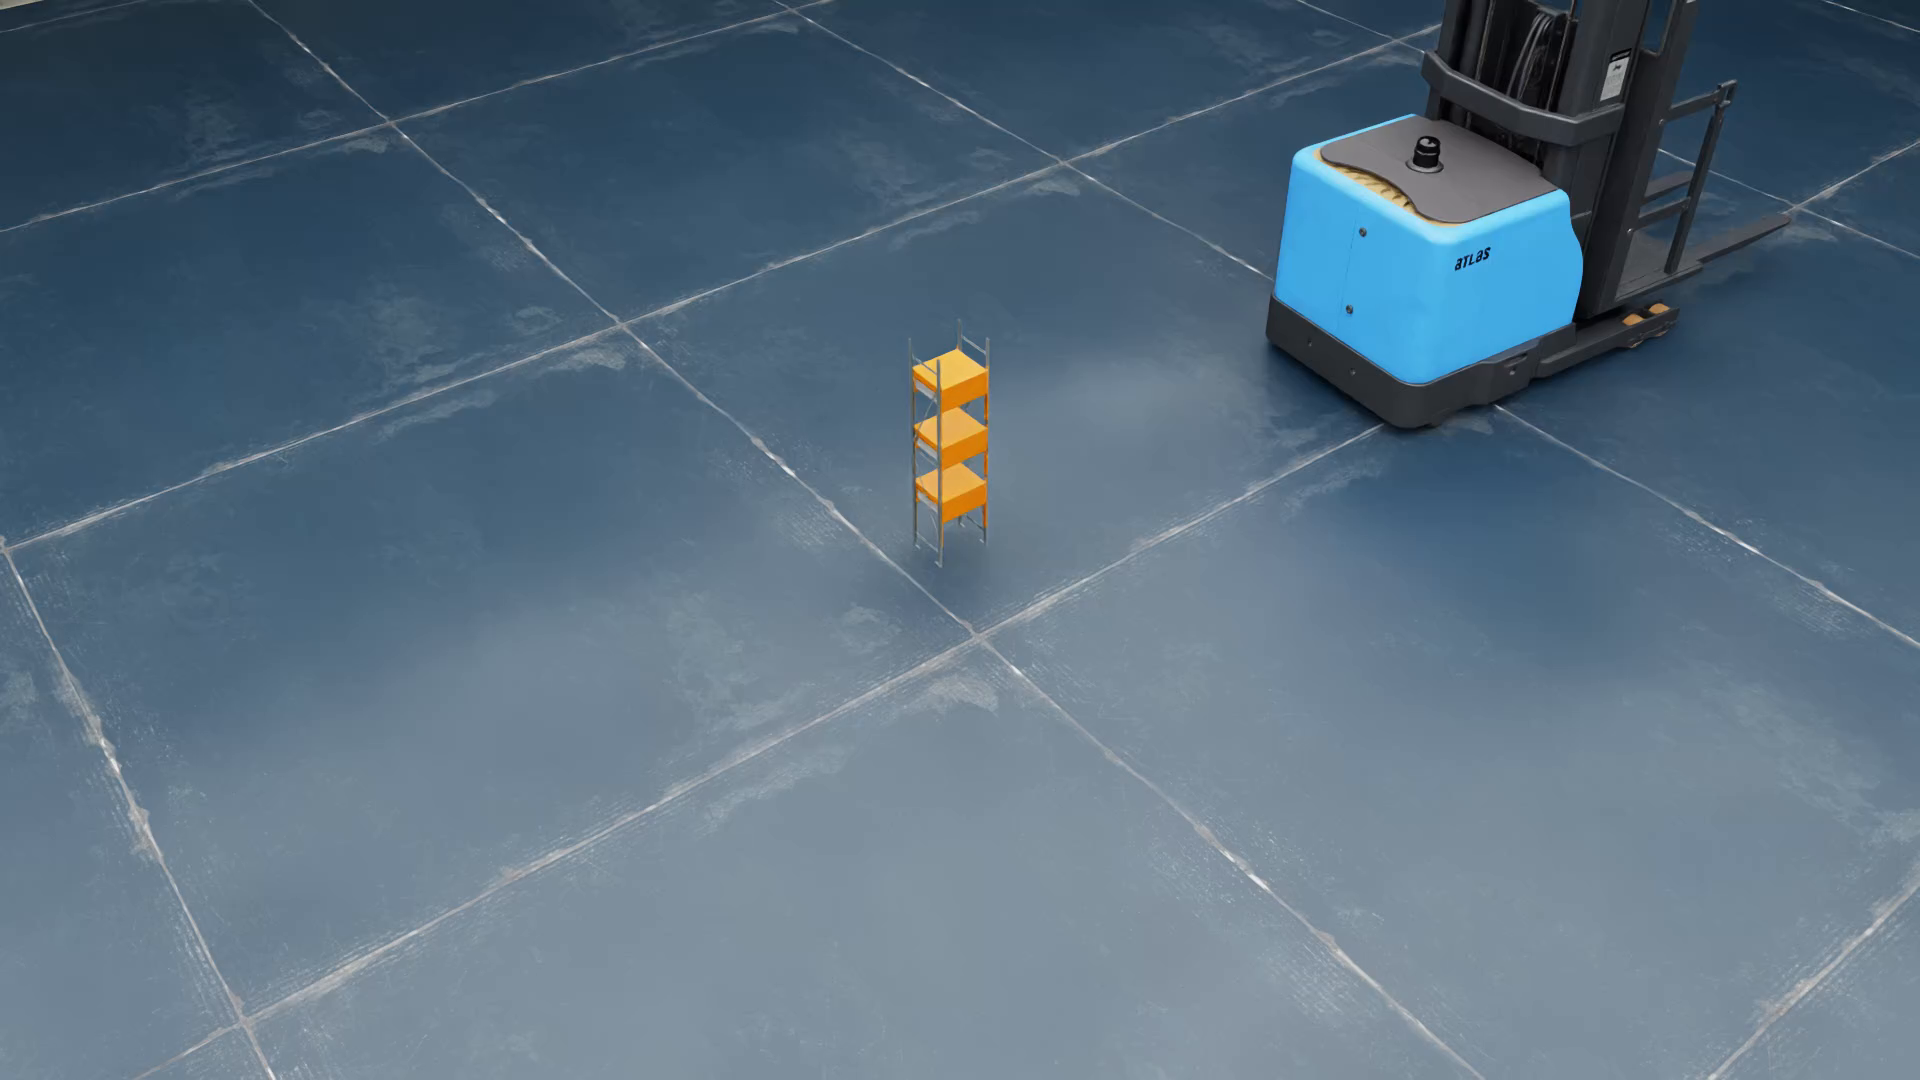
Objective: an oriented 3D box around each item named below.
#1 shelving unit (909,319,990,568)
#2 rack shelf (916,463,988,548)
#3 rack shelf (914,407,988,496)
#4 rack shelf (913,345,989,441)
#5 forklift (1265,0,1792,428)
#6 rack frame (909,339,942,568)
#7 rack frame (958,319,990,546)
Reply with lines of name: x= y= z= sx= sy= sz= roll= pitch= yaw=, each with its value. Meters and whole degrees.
shelving unit: x=-0.042 y=-0.385 z=6.892 sx=0.252 sy=1.050 sz=0.215 roll=-26 pitch=46 yaw=-28
rack shelf: x=-0.042 y=-0.162 z=7.075 sx=0.240 sy=0.259 sz=0.215 roll=-26 pitch=46 yaw=-28
rack shelf: x=-0.042 y=-0.377 z=6.899 sx=0.240 sy=0.259 sz=0.215 roll=-26 pitch=46 yaw=-28
rack shelf: x=-0.042 y=-0.596 z=6.719 sx=0.240 sy=0.259 sz=0.215 roll=-26 pitch=46 yaw=-28
forklift: x=3.063 y=-2.370 z=7.828 sx=3.031 sy=2.935 sz=1.130 roll=-22 pitch=44 yaw=-25
rack frame: x=-0.139 y=-0.338 z=6.834 sx=0.008 sy=1.050 sz=0.200 roll=-26 pitch=46 yaw=-28
rack frame: x=0.054 y=-0.432 z=6.949 sx=0.008 sy=1.050 sz=0.200 roll=-26 pitch=46 yaw=-28
